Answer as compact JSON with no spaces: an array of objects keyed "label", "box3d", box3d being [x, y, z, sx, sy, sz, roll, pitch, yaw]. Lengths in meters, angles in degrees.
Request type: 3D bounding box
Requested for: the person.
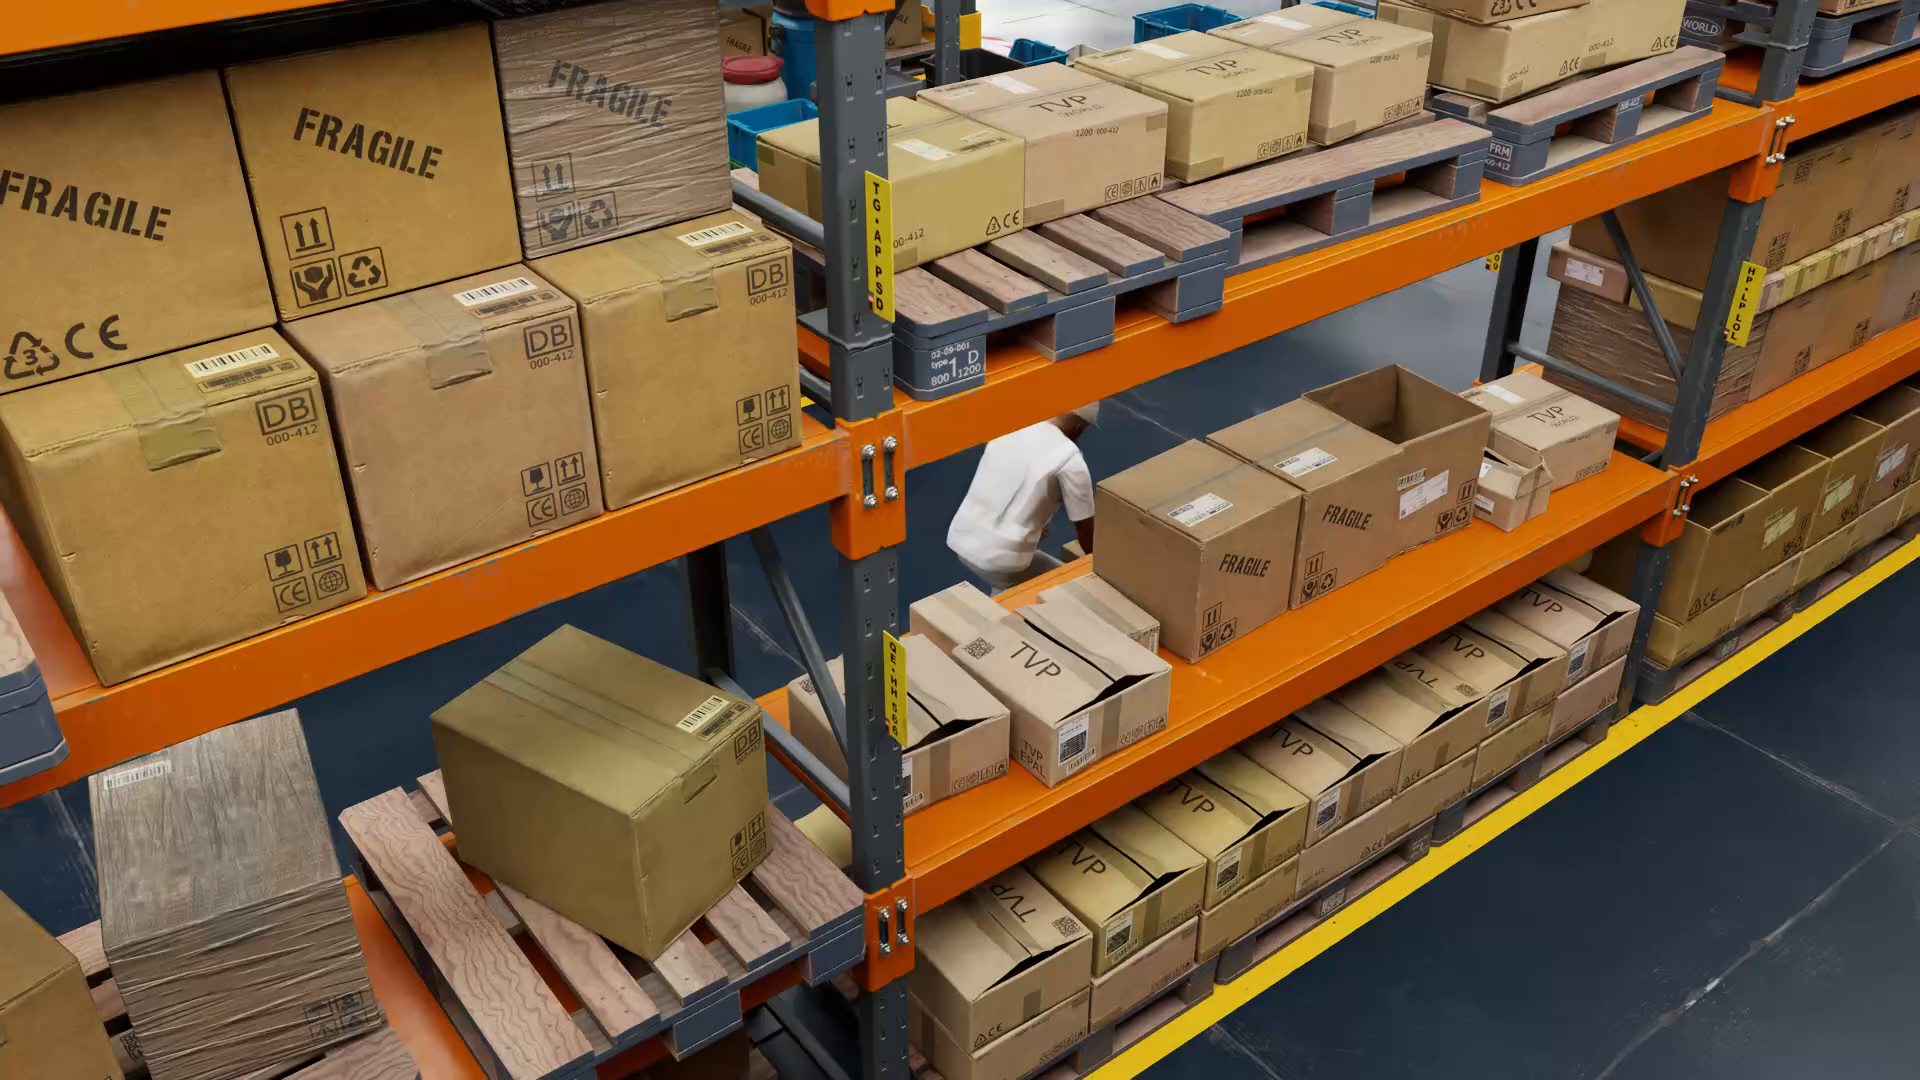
[{"label":"person","box3d":[0.299,-0.030,7.560,0.790,1.346,0.631,-22,38,-31]}]
